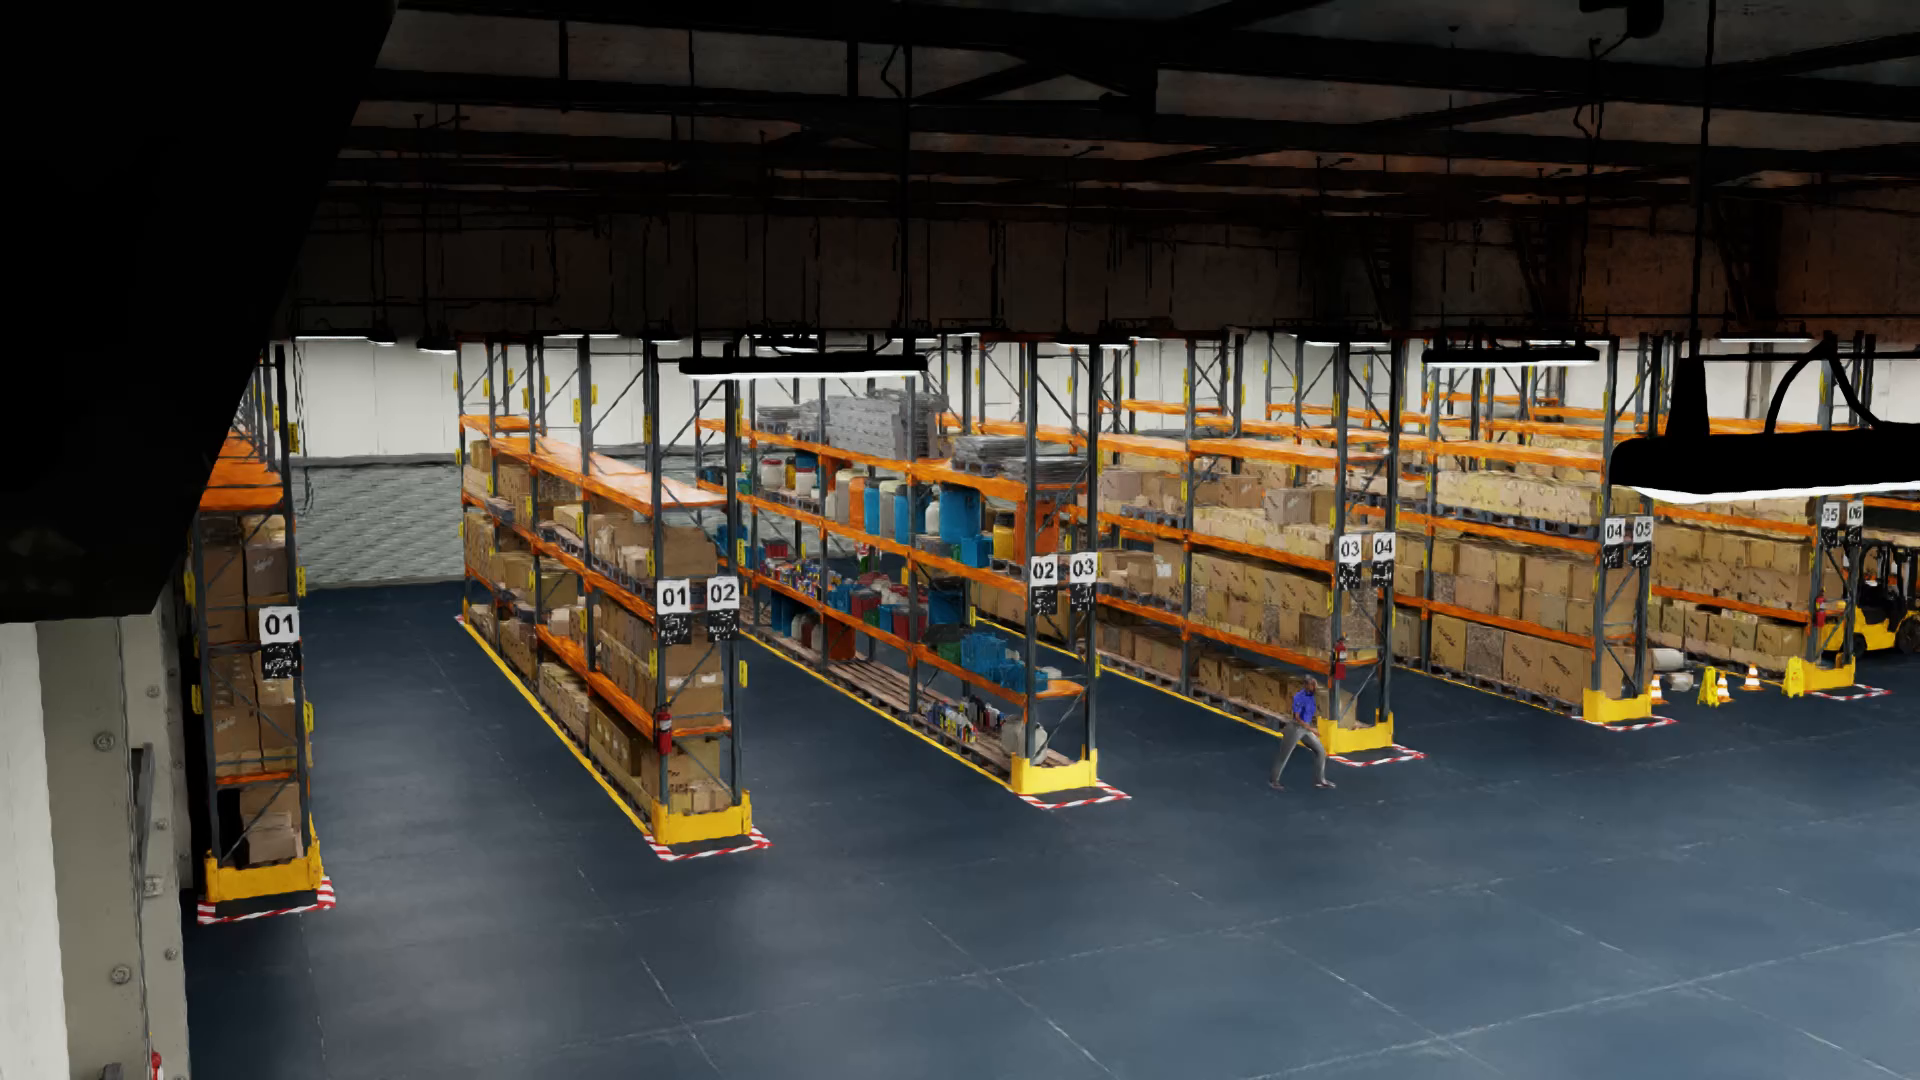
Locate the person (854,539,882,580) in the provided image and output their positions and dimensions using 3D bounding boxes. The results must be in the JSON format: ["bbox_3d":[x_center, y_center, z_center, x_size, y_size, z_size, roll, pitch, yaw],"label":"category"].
[{"bbox_3d":[-2.091,0.347,38.082,0.677,1.742,0.552,-4,8,-25],"label":"person"}]

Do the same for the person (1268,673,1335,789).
[{"bbox_3d":[4.563,2.545,22.266,0.622,1.596,0.782,-8,11,-44],"label":"person"}]
